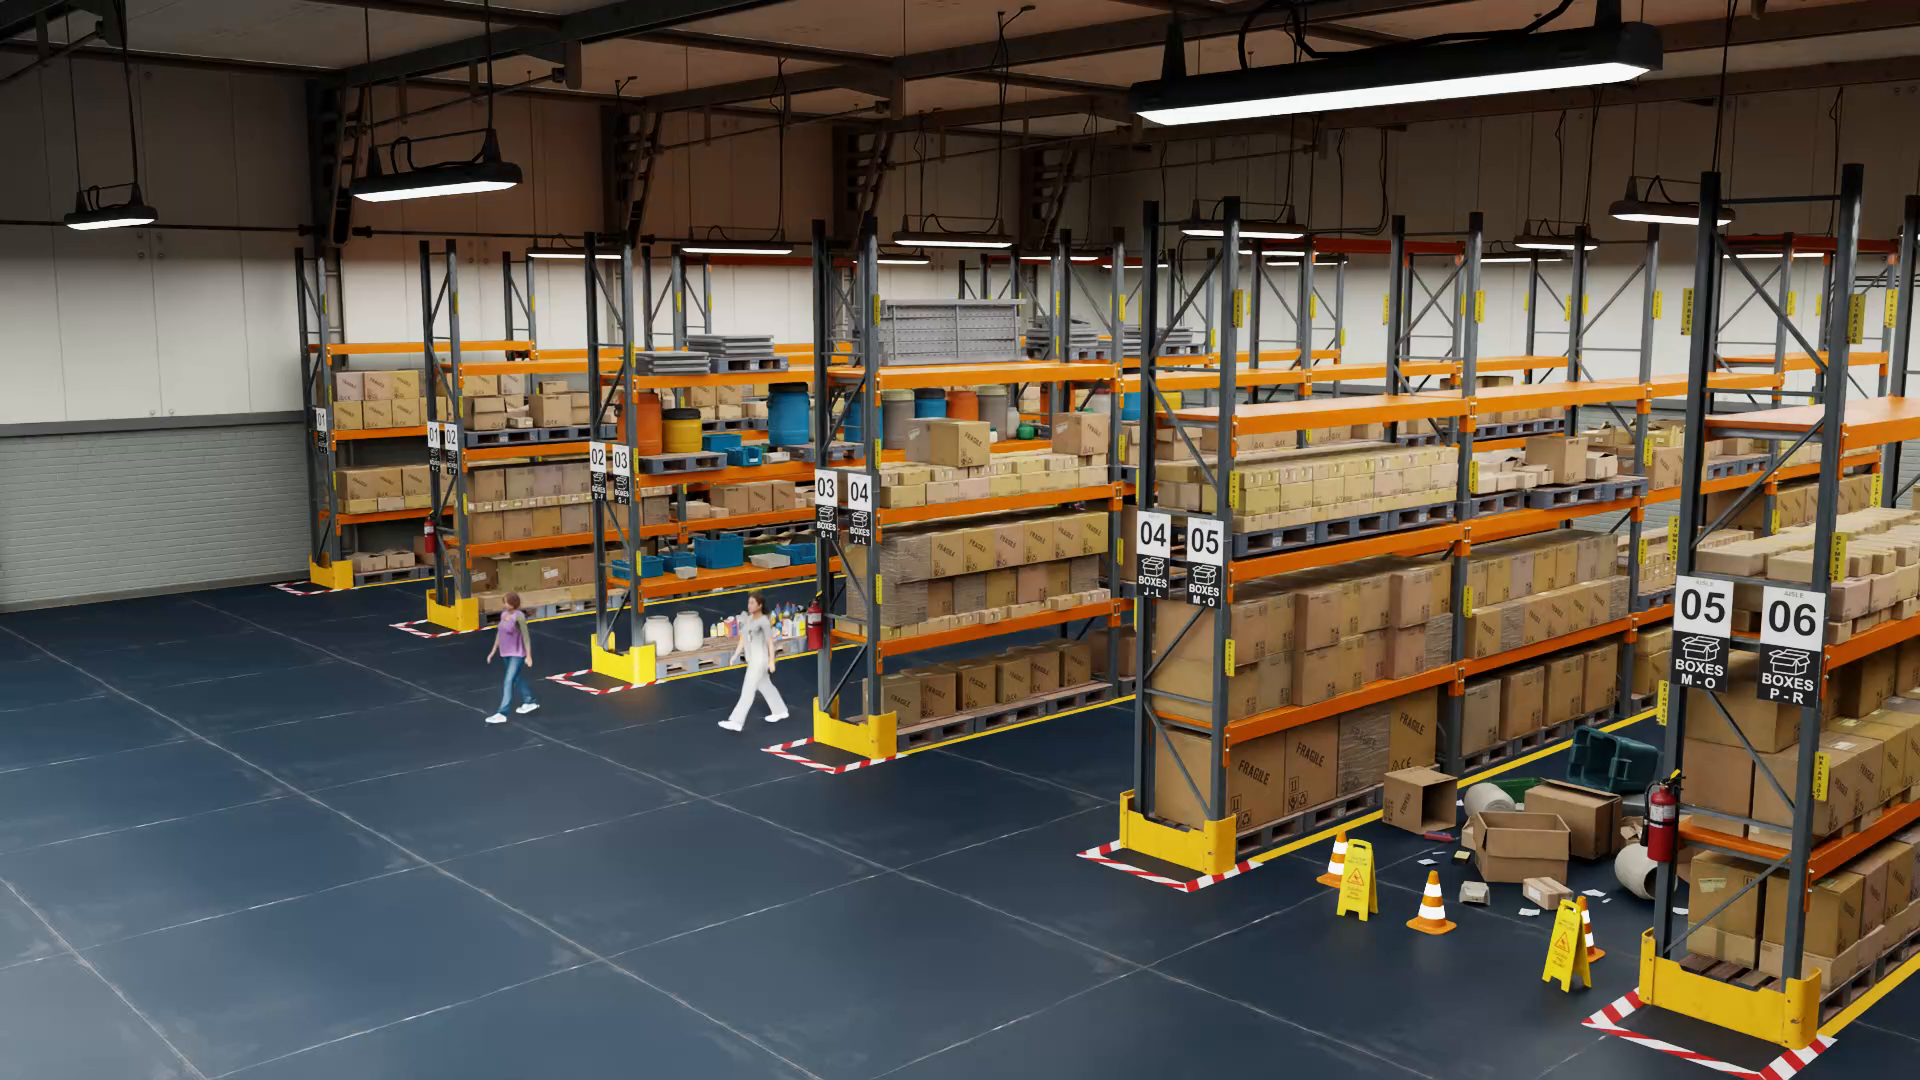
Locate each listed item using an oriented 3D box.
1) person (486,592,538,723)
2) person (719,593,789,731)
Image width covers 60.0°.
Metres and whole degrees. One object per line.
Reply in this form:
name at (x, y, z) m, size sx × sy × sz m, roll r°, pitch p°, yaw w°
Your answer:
person at (-5.515, 1.412, 20.327) m, size 0.445 × 1.562 × 0.858 m, roll 7°, pitch 11°, yaw 40°
person at (-2.491, 1.443, 19.910) m, size 1.030 × 1.612 × 0.481 m, roll -5°, pitch 10°, yaw -30°
